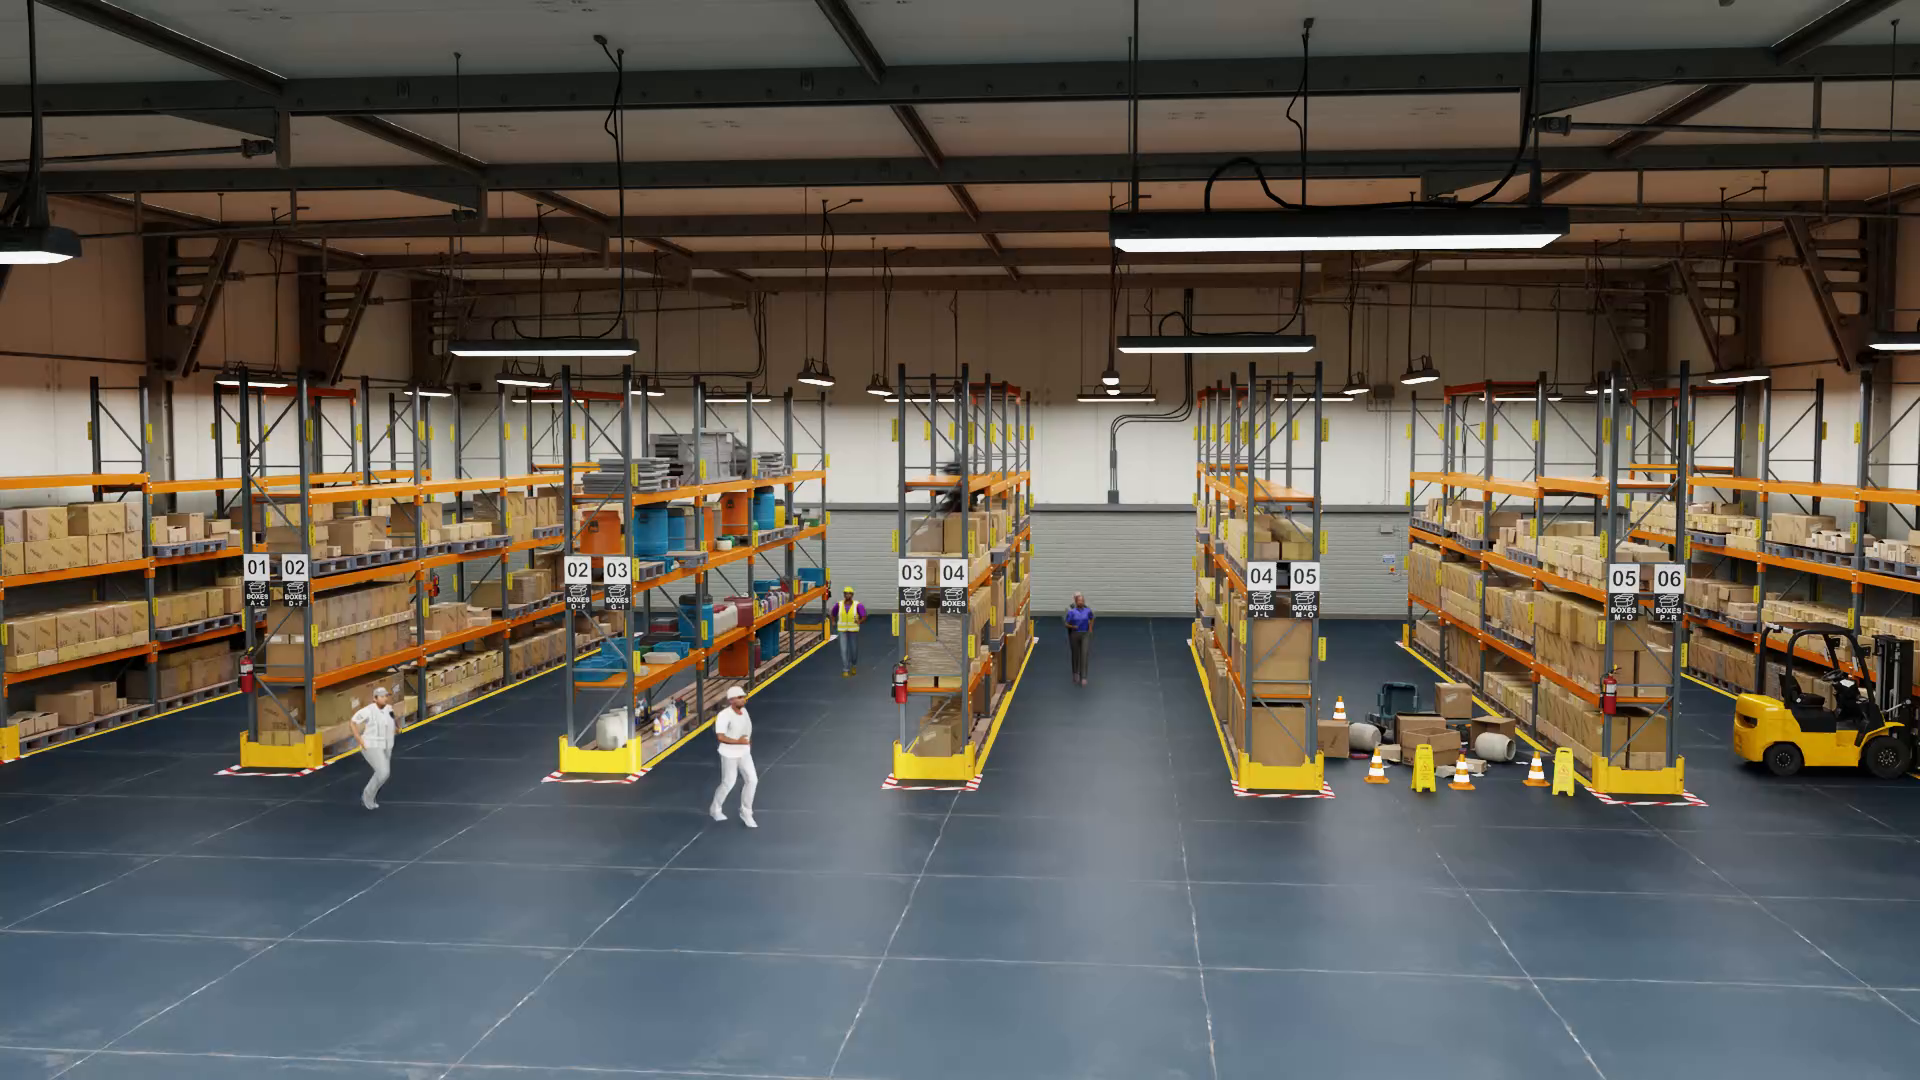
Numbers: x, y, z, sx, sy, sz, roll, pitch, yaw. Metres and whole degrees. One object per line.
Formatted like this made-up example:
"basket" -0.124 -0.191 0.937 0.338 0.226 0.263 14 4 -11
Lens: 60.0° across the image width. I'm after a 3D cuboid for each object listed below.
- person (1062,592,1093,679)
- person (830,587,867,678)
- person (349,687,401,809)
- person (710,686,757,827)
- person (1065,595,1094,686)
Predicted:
"person" 2.420 1.933 34.097 0.655 1.742 0.907 0 4 1
"person" -2.166 1.783 32.191 0.714 1.760 0.791 0 4 1
"person" -7.716 2.763 22.074 0.643 1.622 0.599 2 4 27
"person" -2.860 2.775 21.216 0.754 1.839 0.719 3 4 34
"person" 2.254 1.873 31.230 0.579 1.688 0.853 0 4 -2
